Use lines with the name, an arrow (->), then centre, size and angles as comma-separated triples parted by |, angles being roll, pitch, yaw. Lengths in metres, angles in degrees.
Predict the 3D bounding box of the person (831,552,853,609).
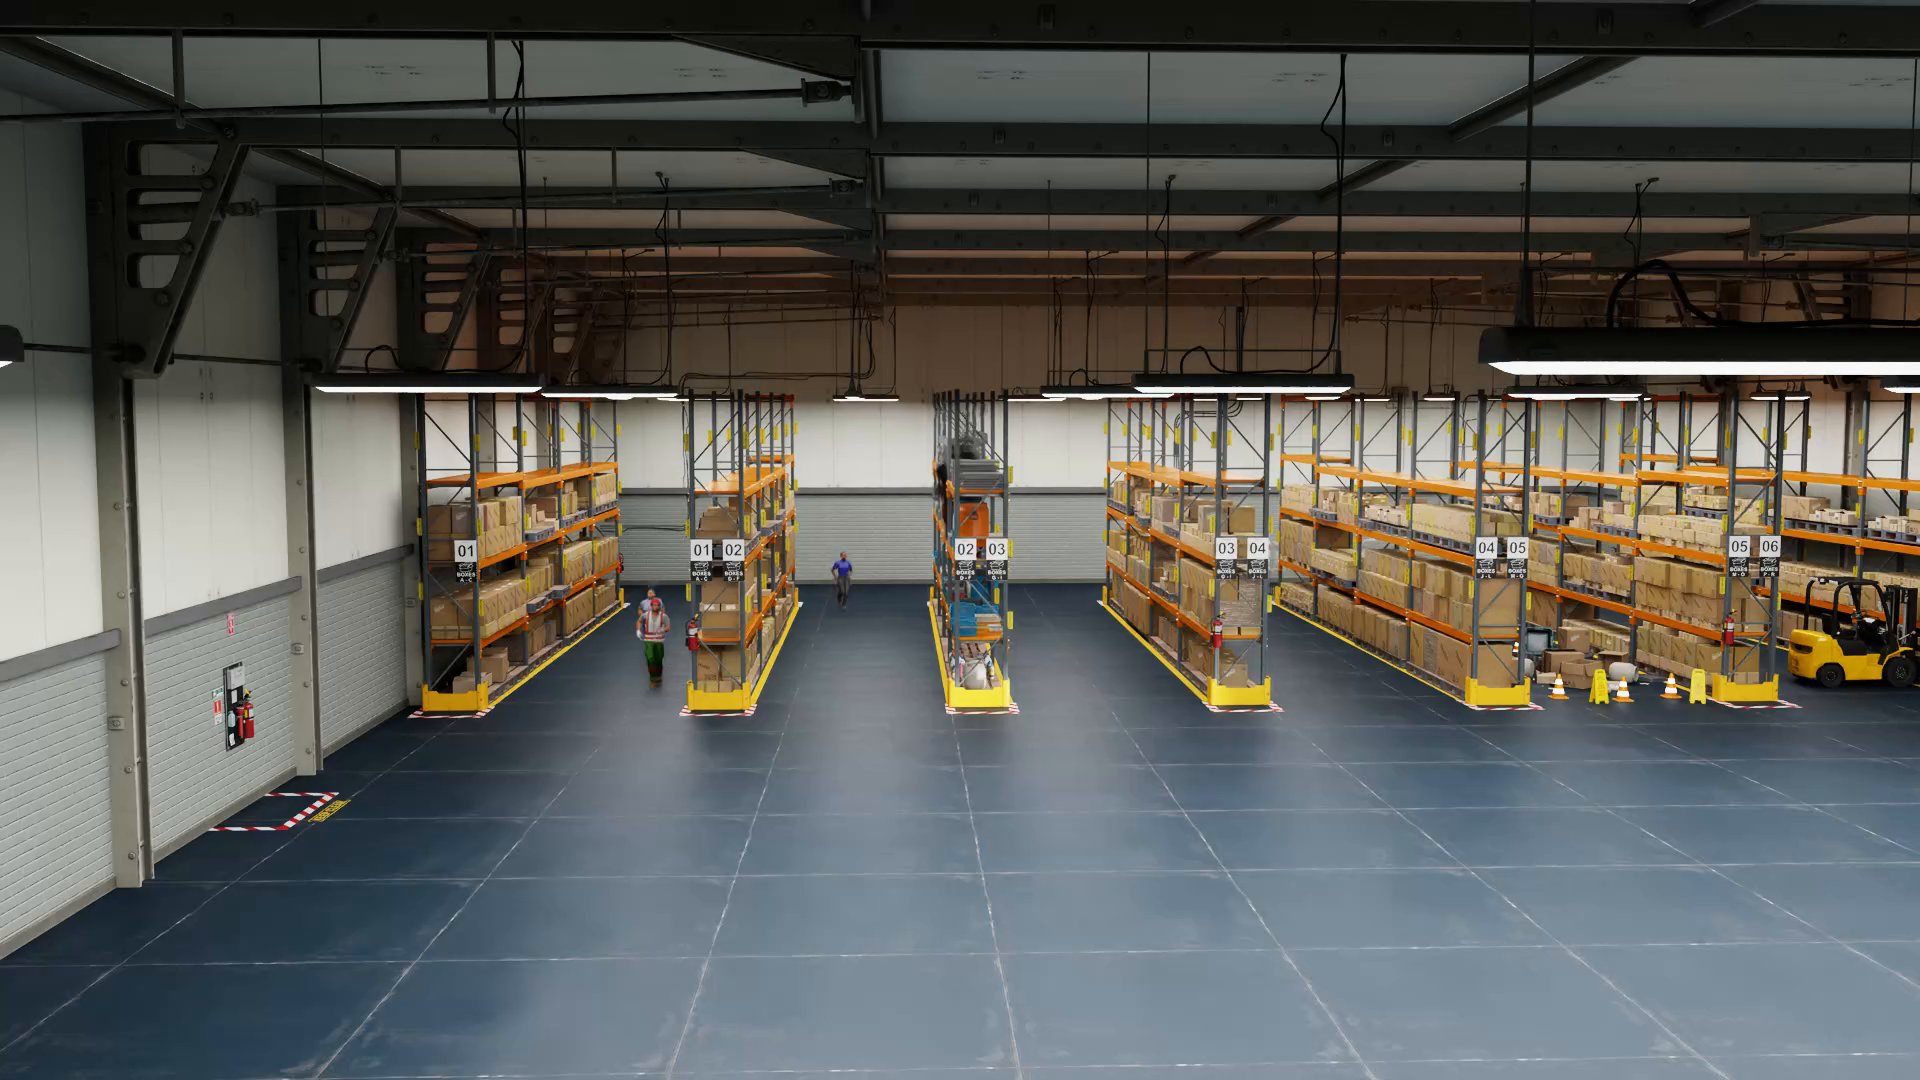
person -> -3.245, 1.139, 46.336 | 0.568, 1.619, 0.578 | -2, 5, -19

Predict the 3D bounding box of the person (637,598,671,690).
person -> -6.205, 2.089, 33.749 | 0.669, 1.810, 0.800 | -1, 5, -13

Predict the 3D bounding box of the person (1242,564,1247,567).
person -> 8.157, 0.923, 48.281 | 0.727, 1.796, 0.672 | -3, 6, -34

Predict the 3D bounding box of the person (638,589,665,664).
person -> -6.860, 1.901, 36.981 | 0.613, 1.640, 0.705 | 0, 5, -5
